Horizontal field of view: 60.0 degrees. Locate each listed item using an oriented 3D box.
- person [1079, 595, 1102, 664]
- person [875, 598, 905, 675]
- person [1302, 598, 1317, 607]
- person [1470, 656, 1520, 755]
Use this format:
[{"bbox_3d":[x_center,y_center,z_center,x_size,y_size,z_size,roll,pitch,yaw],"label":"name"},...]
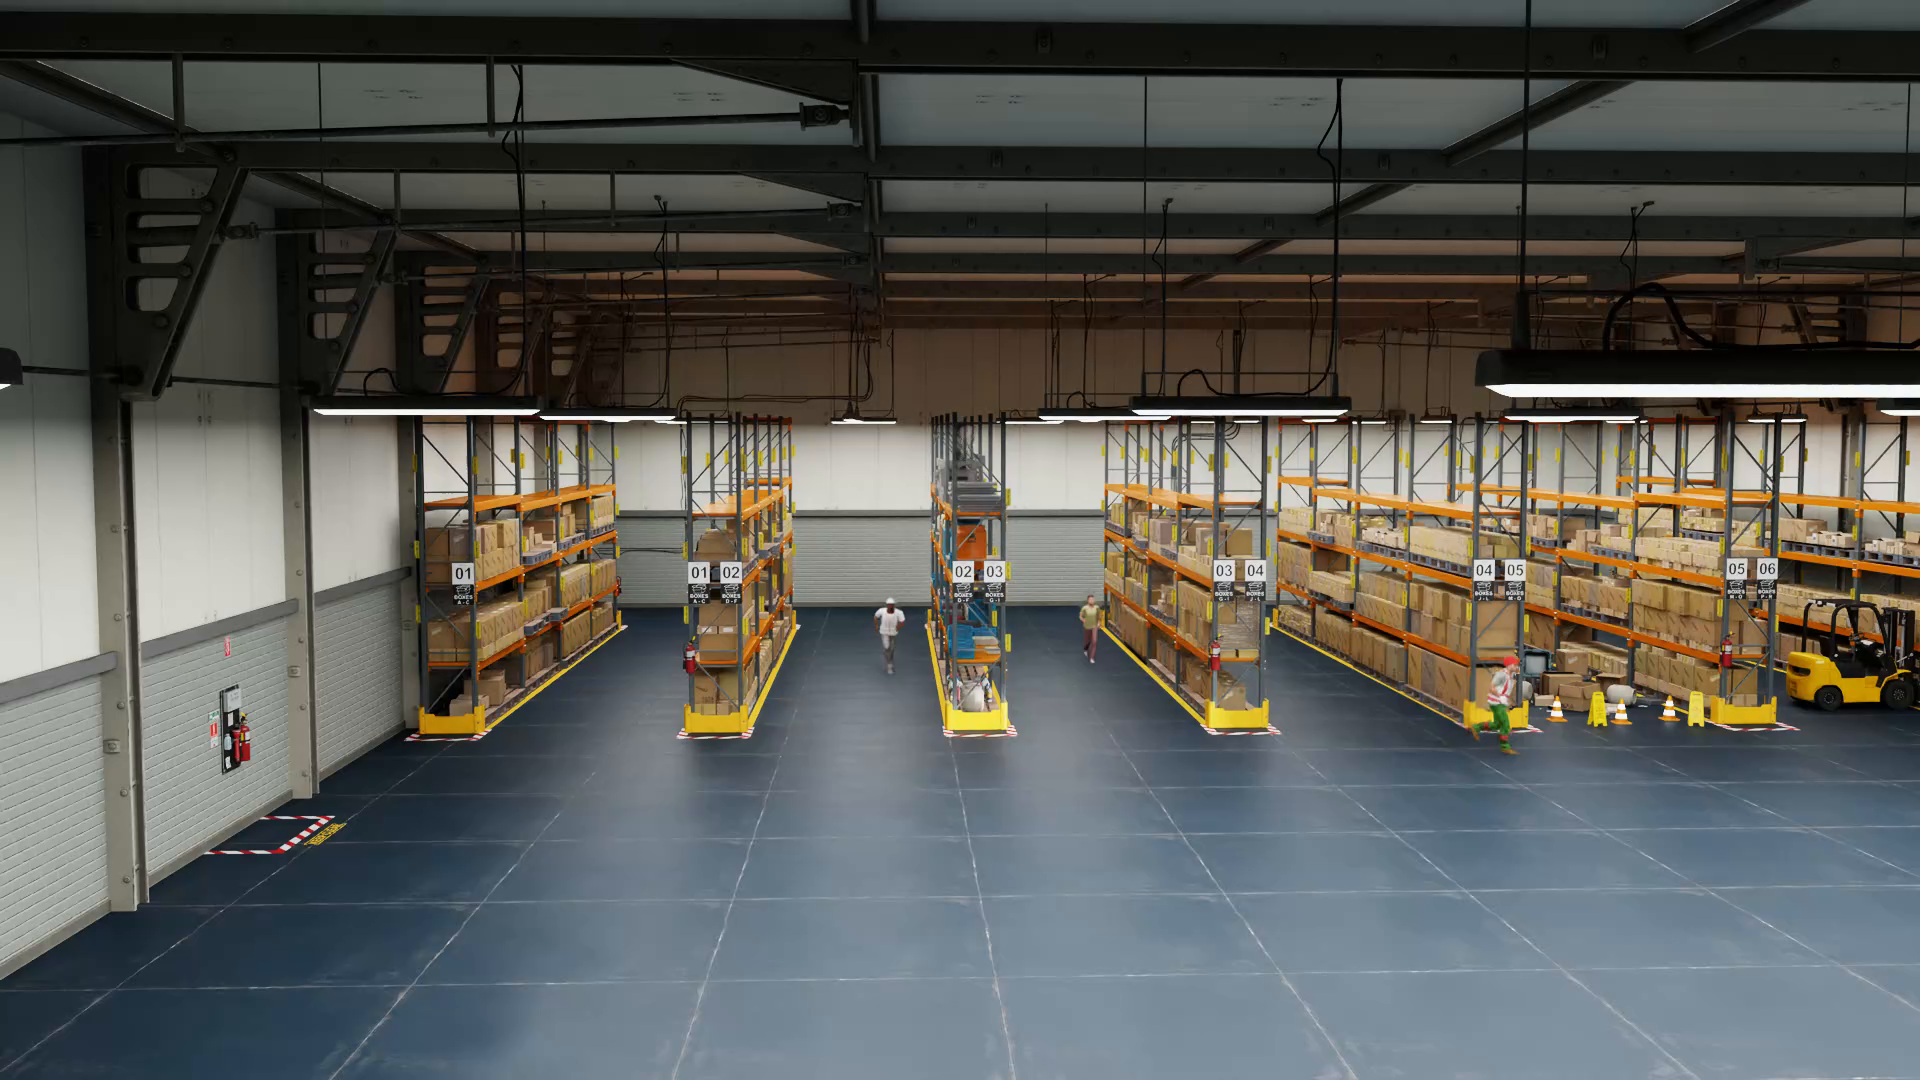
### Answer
[{"bbox_3d":[3.177,2.146,40.507,0.566,1.643,0.875,0,4,-5],"label":"person"},{"bbox_3d":[-1.636,2.209,38.804,0.702,1.770,0.963,0,4,-7],"label":"person"},{"bbox_3d":[10.318,1.583,48.862,0.758,1.628,0.574,0,4,-7],"label":"person"},{"bbox_3d":[9.386,2.882,29.227,0.885,1.732,0.632,4,5,43],"label":"person"}]
